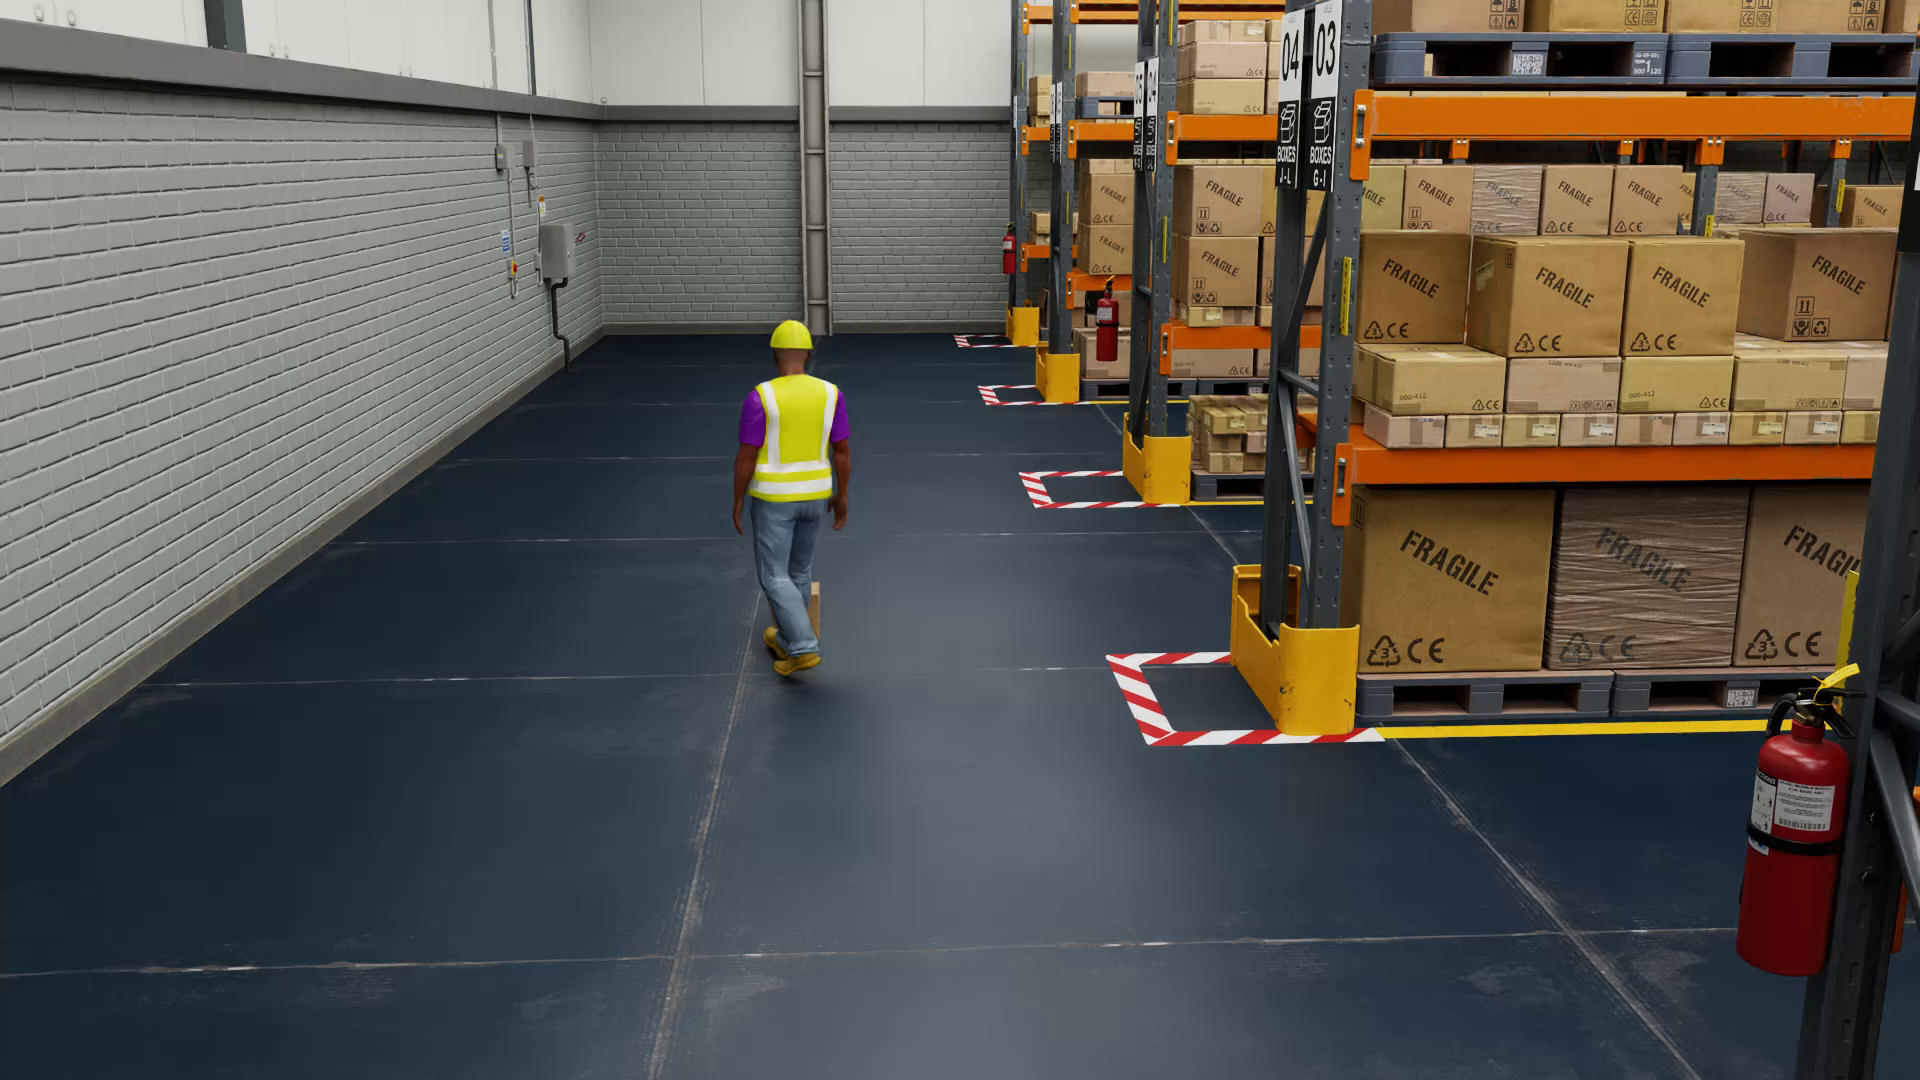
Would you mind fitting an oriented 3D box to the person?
[{"bbox_3d":[-0.853,-0.210,8.320,0.588,1.770,0.770,-9,16,-33],"label":"person"}]
